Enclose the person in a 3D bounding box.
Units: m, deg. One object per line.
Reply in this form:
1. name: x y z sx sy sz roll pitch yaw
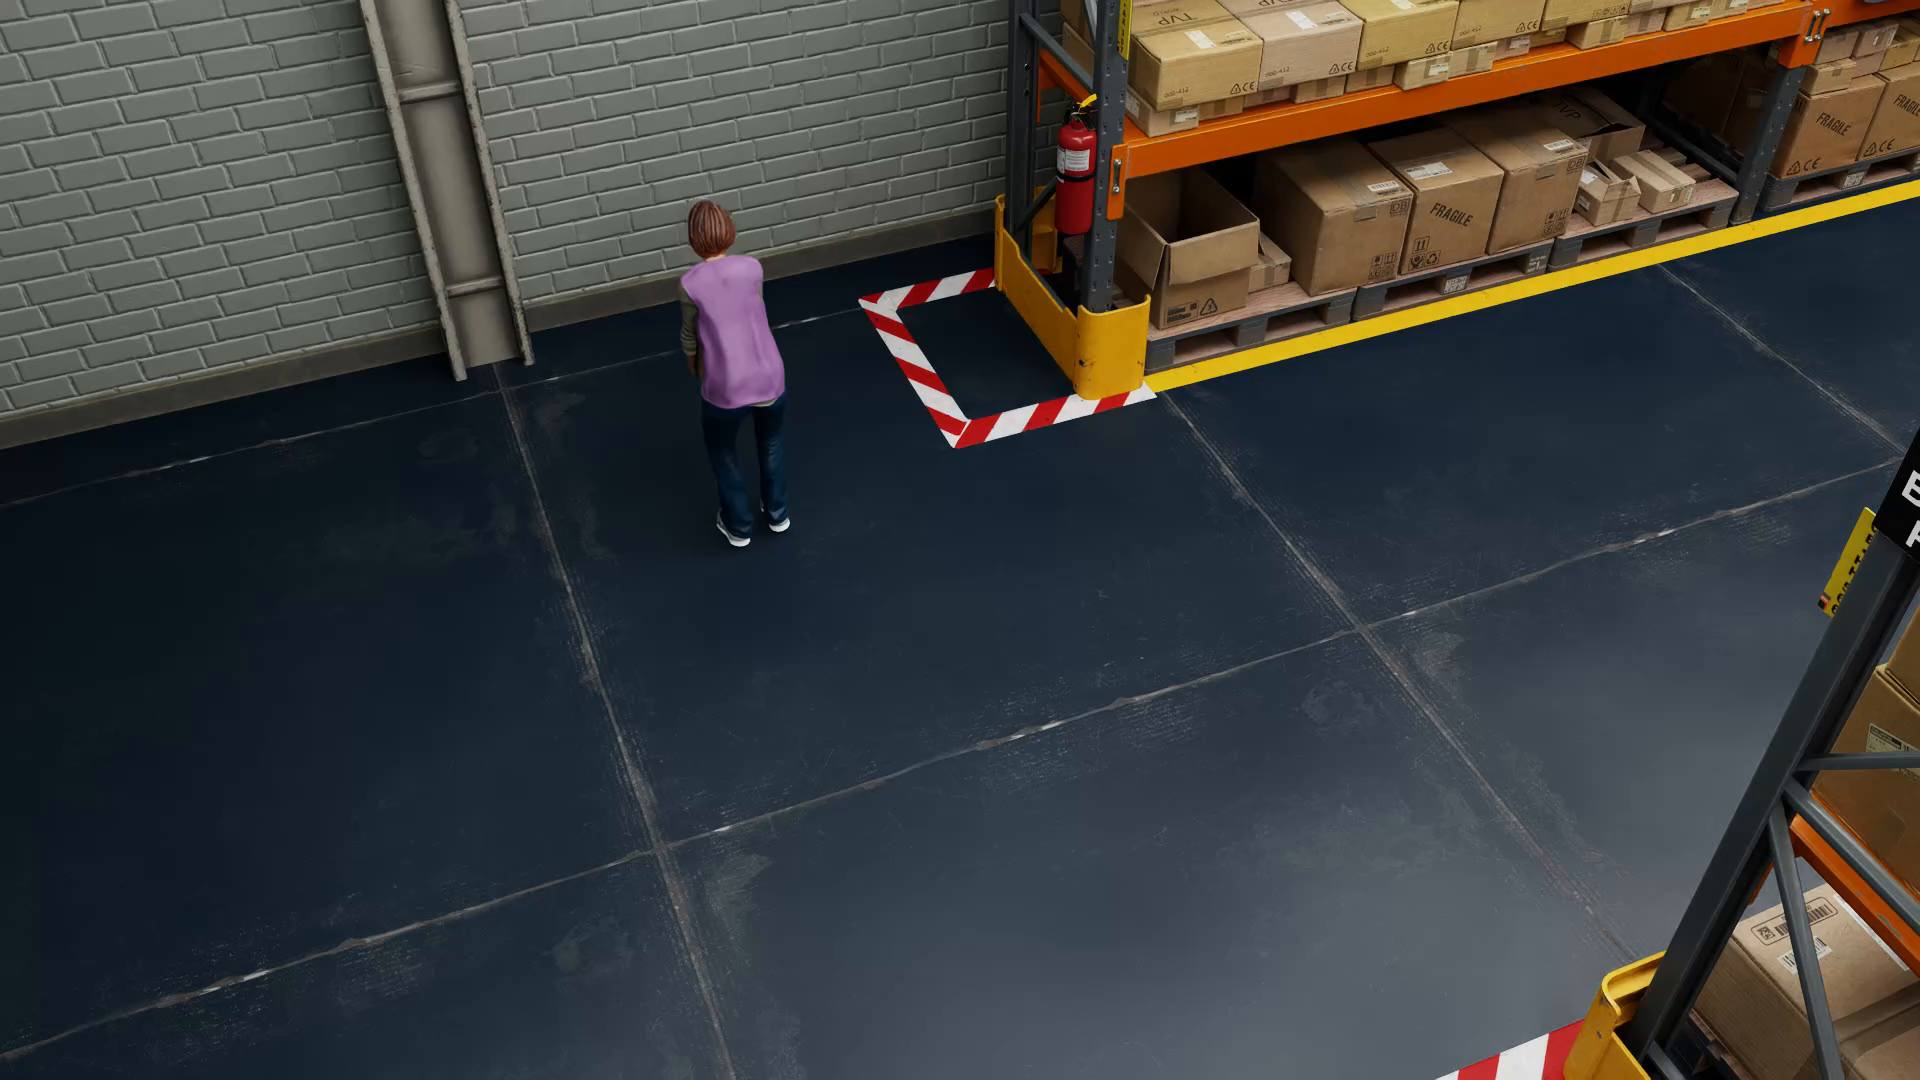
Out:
1. person: -0.933 -0.684 6.922 0.404 1.596 0.490 -15 44 -16
